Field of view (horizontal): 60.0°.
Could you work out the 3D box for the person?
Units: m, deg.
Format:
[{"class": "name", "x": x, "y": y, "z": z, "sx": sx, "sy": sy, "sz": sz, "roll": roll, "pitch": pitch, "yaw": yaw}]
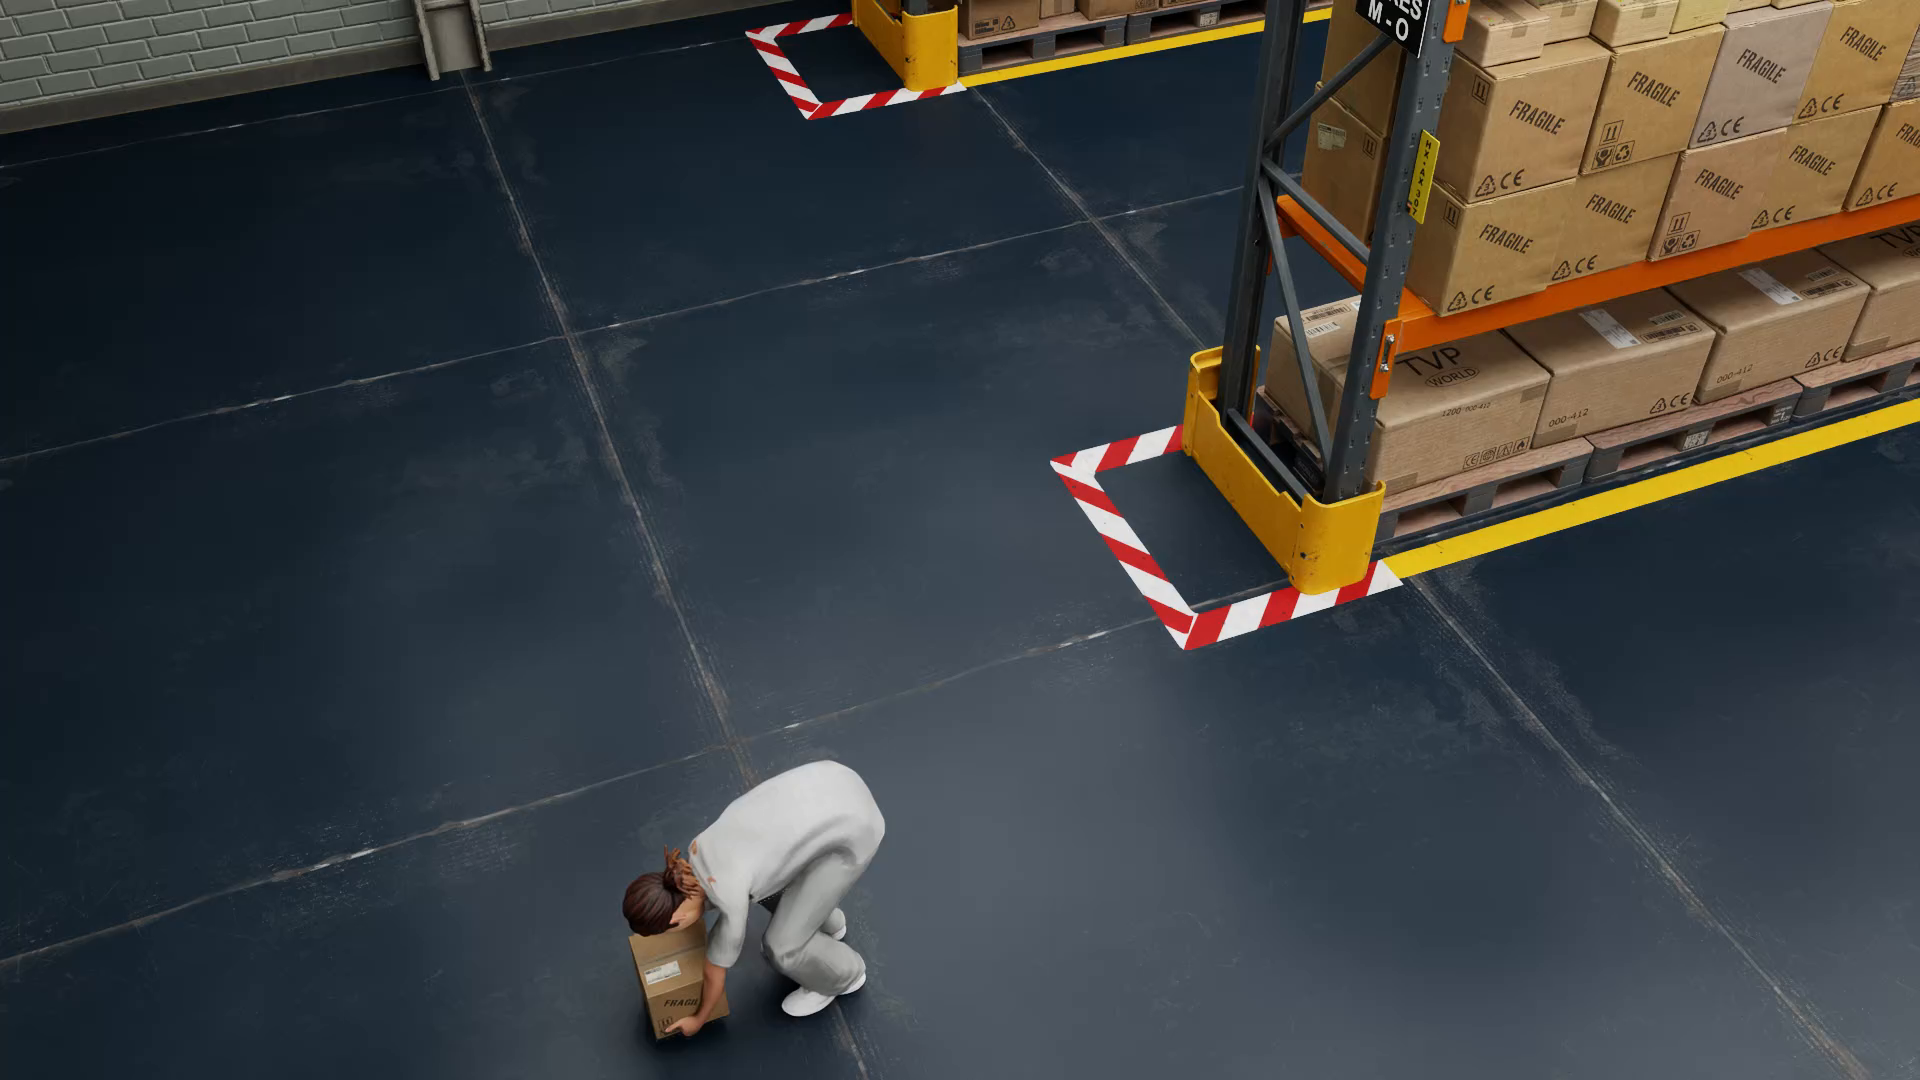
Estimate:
[{"class": "person", "x": -0.654, "y": 1.186, "z": 5.404, "sx": 0.851, "sy": 0.918, "sz": 0.467, "roll": -17, "pitch": 45, "yaw": -19}]
